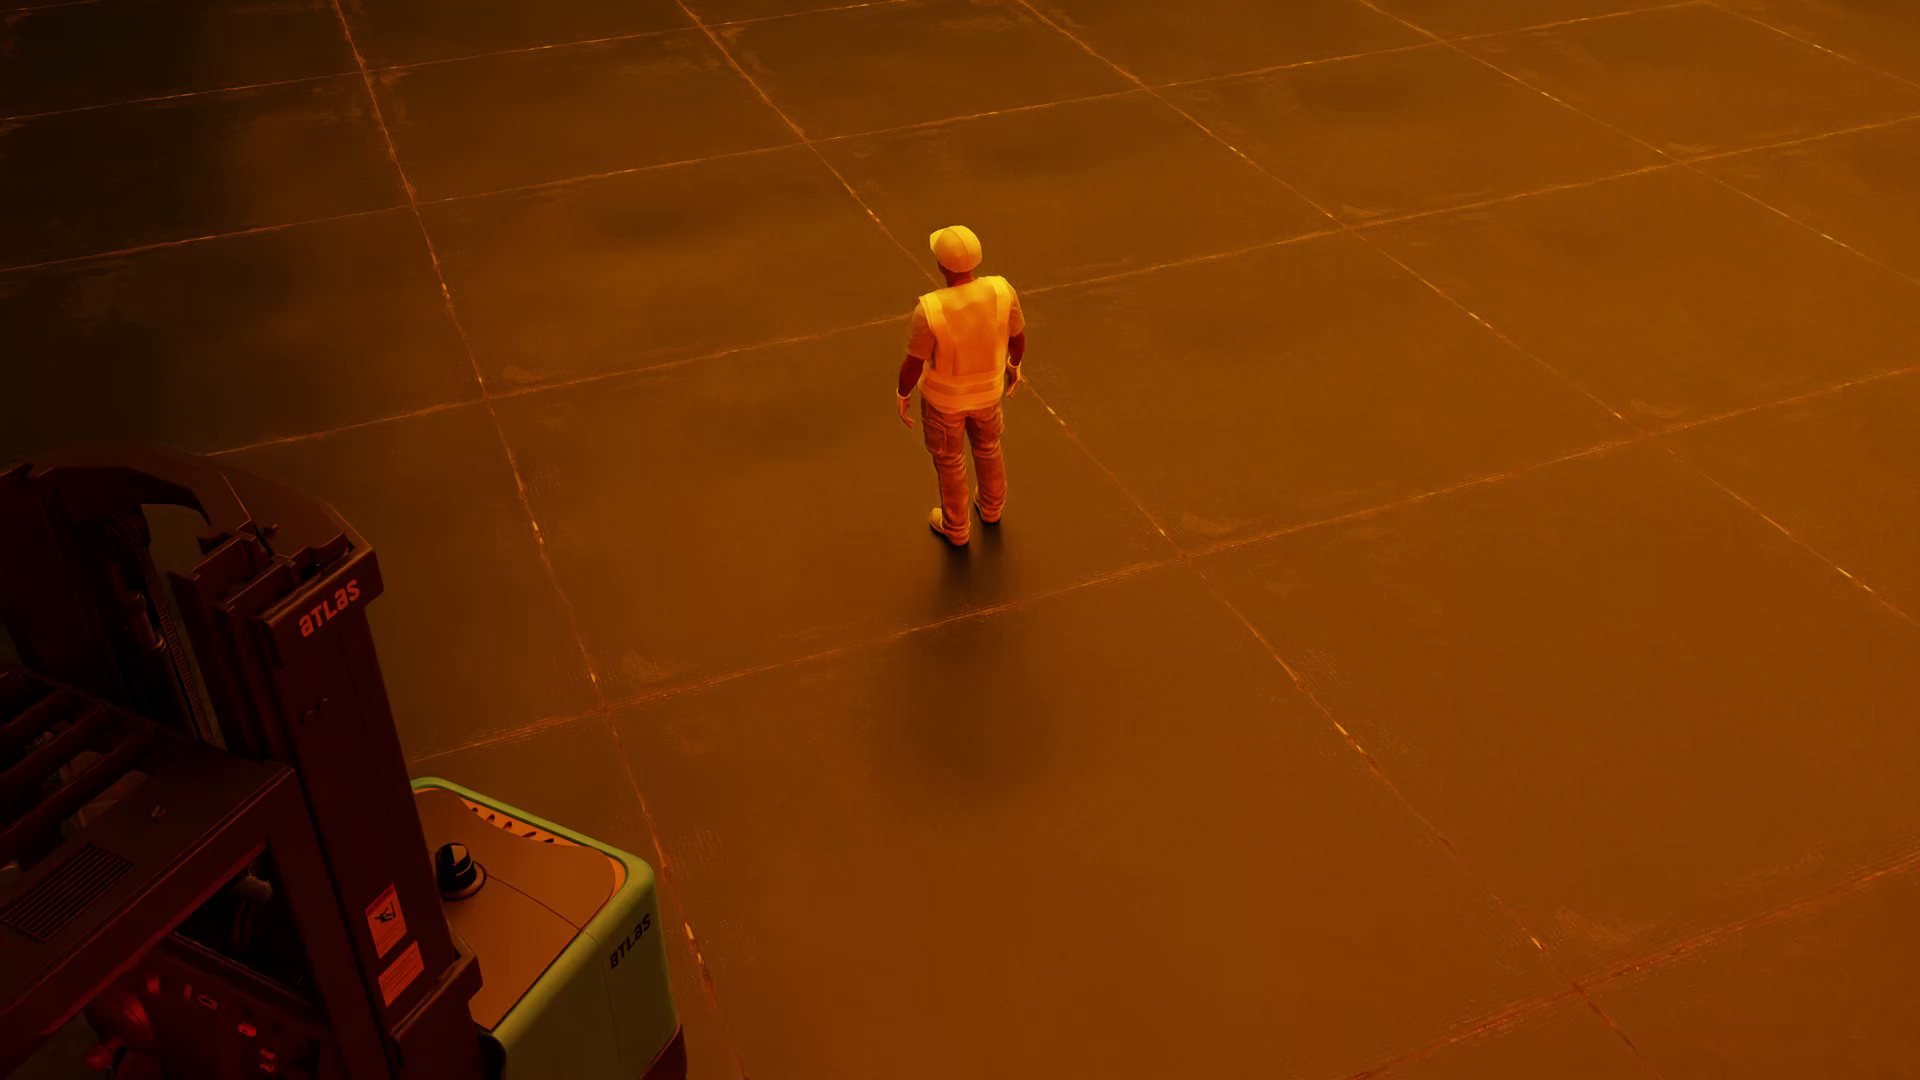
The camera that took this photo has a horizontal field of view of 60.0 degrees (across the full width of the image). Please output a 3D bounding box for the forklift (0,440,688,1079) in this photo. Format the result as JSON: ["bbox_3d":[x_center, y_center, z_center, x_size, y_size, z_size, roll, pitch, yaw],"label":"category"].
[{"bbox_3d":[-2.074,1.354,4.194,1.130,2.935,3.031,16,38,21],"label":"forklift"}]

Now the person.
[{"bbox_3d":[-0.021,-0.773,8.164,0.656,1.784,0.575,-14,38,-19],"label":"person"}]
